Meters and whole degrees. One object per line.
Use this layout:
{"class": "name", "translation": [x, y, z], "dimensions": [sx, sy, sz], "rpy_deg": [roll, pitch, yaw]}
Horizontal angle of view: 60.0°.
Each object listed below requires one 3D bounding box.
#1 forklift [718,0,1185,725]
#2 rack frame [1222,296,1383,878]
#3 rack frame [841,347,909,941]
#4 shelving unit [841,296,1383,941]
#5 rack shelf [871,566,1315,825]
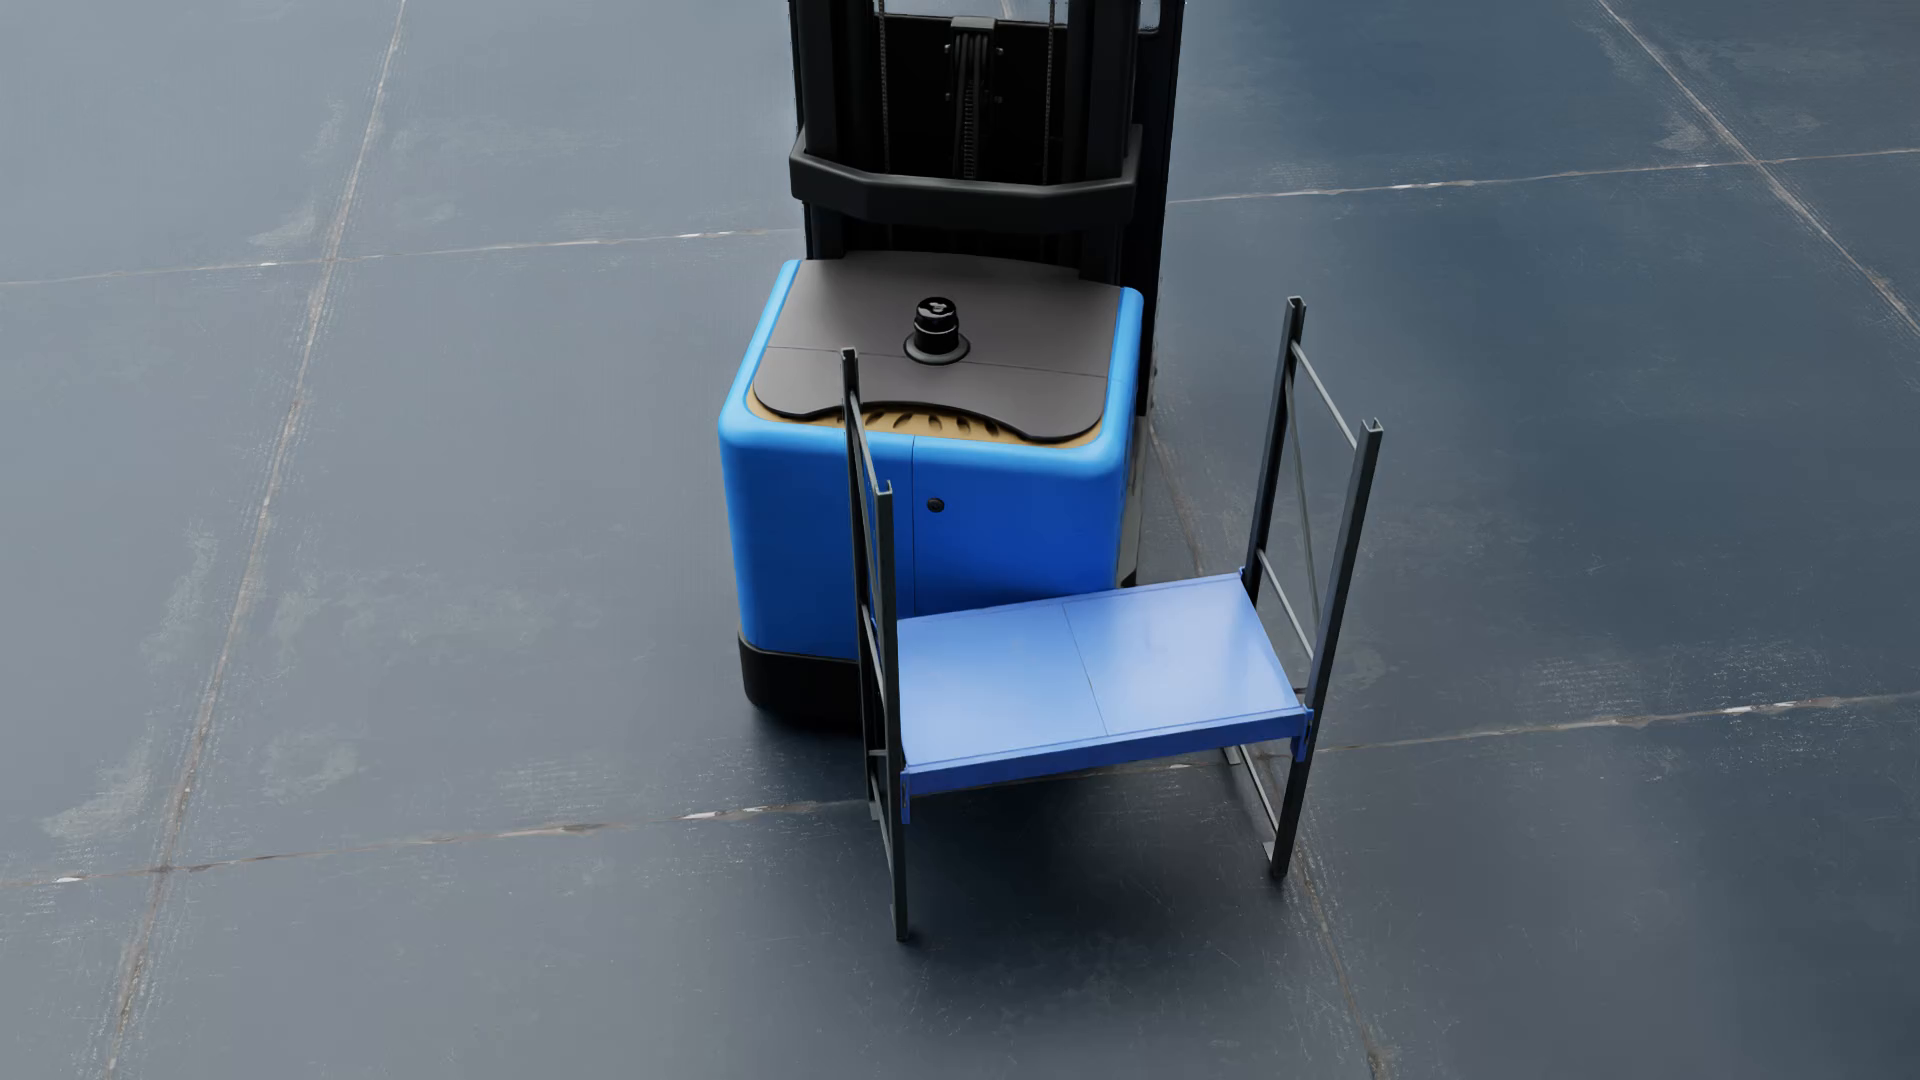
{"class": "forklift", "translation": [0.108, -1.506, 4.868], "dimensions": [1.130, 2.935, 3.031], "rpy_deg": [6, 42, 6]}
{"class": "rack frame", "translation": [0.802, 0.170, 4.078], "dimensions": [0.032, 1.500, 0.500], "rpy_deg": [-8, 43, -8]}
{"class": "rack frame", "translation": [-0.195, 0.303, 3.931], "dimensions": [0.032, 1.500, 0.500], "rpy_deg": [-8, 43, -8]}
{"class": "shelving unit", "translation": [0.303, 0.237, 4.005], "dimensions": [1.048, 1.500, 0.538], "rpy_deg": [-8, 43, -8]}
{"class": "rack shelf", "translation": [0.303, 0.370, 4.125], "dimensions": [1.000, 0.185, 0.538], "rpy_deg": [-8, 43, -8]}
